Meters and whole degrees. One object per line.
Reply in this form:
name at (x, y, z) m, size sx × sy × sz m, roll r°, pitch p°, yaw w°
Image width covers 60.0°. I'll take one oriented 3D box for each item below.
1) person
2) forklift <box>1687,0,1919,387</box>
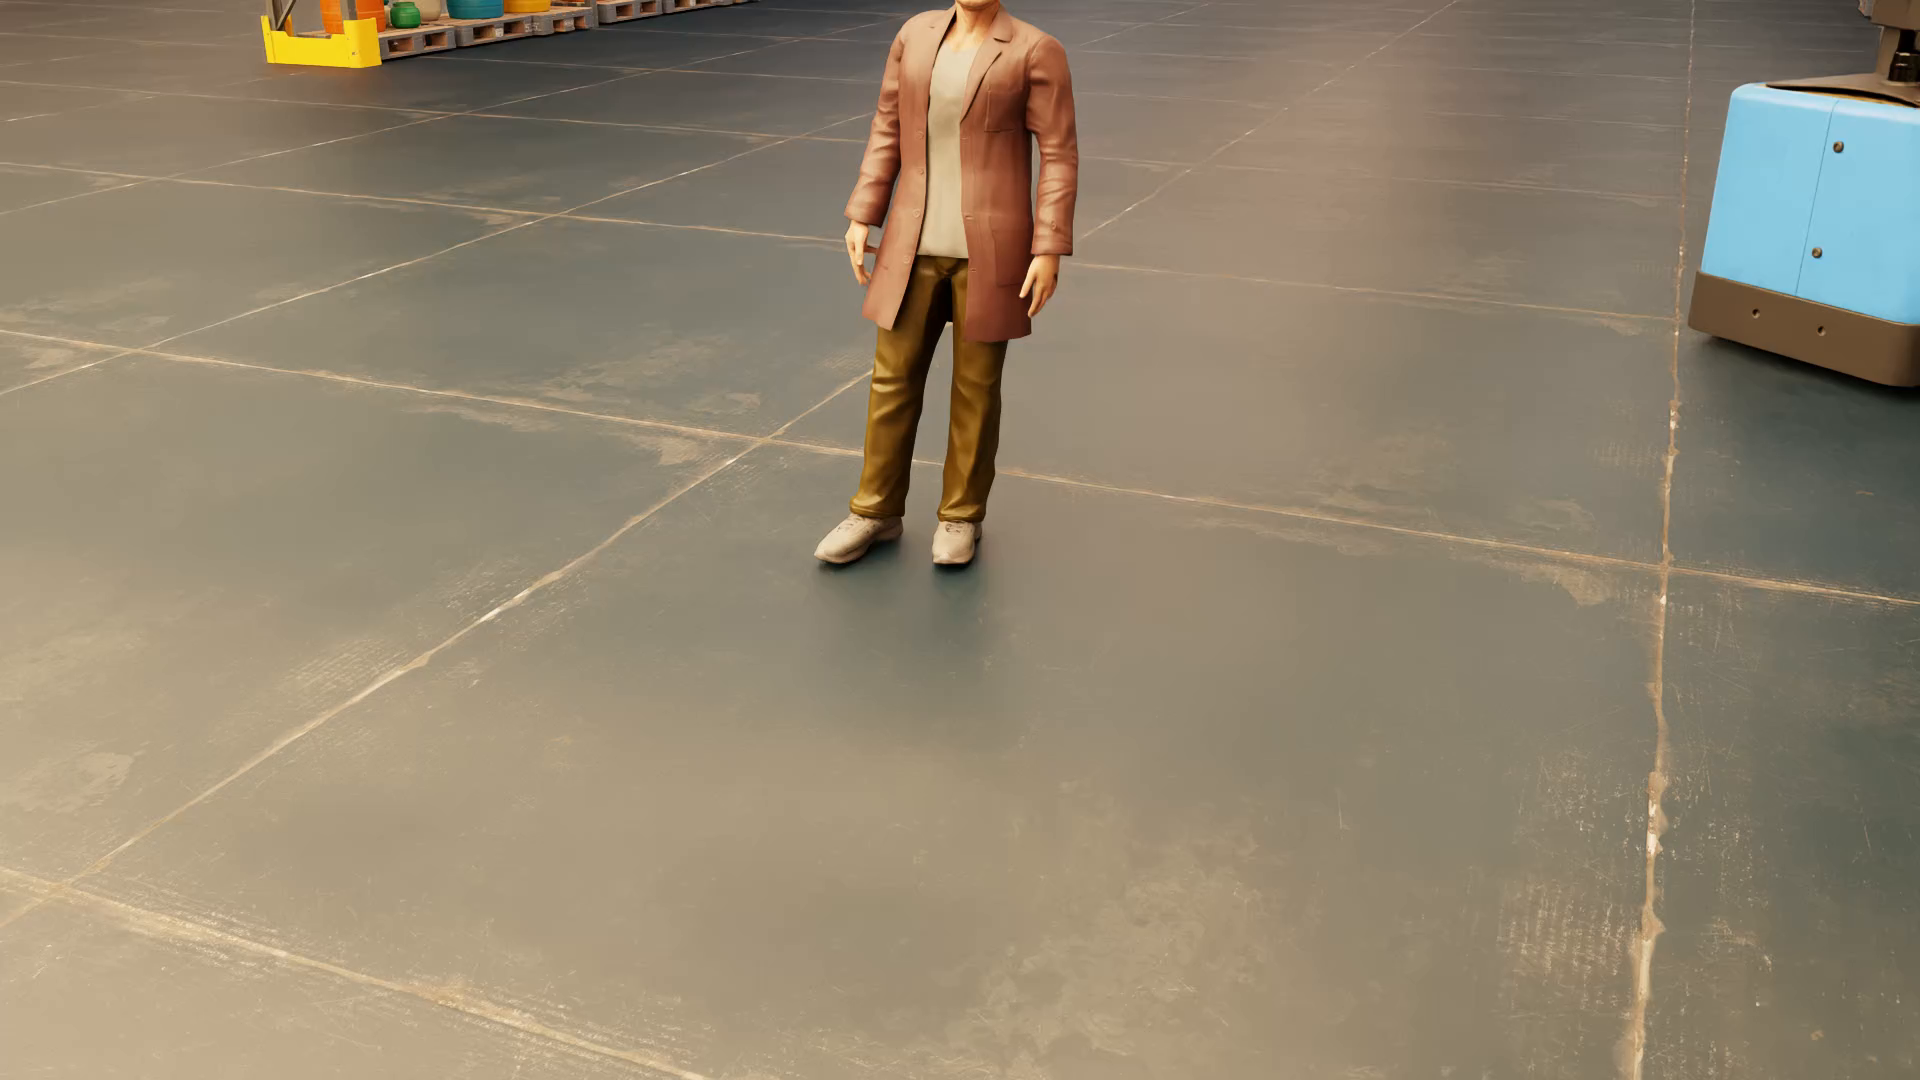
person at (-0.039, -0.794, 4.670) m, size 0.696 × 1.778 × 0.579 m, roll 9°, pitch 24°, yaw 21°
forklift at (4.649, -2.296, 6.785) m, size 3.031 × 2.935 × 1.130 m, roll -11°, pitch 25°, yaw -25°
